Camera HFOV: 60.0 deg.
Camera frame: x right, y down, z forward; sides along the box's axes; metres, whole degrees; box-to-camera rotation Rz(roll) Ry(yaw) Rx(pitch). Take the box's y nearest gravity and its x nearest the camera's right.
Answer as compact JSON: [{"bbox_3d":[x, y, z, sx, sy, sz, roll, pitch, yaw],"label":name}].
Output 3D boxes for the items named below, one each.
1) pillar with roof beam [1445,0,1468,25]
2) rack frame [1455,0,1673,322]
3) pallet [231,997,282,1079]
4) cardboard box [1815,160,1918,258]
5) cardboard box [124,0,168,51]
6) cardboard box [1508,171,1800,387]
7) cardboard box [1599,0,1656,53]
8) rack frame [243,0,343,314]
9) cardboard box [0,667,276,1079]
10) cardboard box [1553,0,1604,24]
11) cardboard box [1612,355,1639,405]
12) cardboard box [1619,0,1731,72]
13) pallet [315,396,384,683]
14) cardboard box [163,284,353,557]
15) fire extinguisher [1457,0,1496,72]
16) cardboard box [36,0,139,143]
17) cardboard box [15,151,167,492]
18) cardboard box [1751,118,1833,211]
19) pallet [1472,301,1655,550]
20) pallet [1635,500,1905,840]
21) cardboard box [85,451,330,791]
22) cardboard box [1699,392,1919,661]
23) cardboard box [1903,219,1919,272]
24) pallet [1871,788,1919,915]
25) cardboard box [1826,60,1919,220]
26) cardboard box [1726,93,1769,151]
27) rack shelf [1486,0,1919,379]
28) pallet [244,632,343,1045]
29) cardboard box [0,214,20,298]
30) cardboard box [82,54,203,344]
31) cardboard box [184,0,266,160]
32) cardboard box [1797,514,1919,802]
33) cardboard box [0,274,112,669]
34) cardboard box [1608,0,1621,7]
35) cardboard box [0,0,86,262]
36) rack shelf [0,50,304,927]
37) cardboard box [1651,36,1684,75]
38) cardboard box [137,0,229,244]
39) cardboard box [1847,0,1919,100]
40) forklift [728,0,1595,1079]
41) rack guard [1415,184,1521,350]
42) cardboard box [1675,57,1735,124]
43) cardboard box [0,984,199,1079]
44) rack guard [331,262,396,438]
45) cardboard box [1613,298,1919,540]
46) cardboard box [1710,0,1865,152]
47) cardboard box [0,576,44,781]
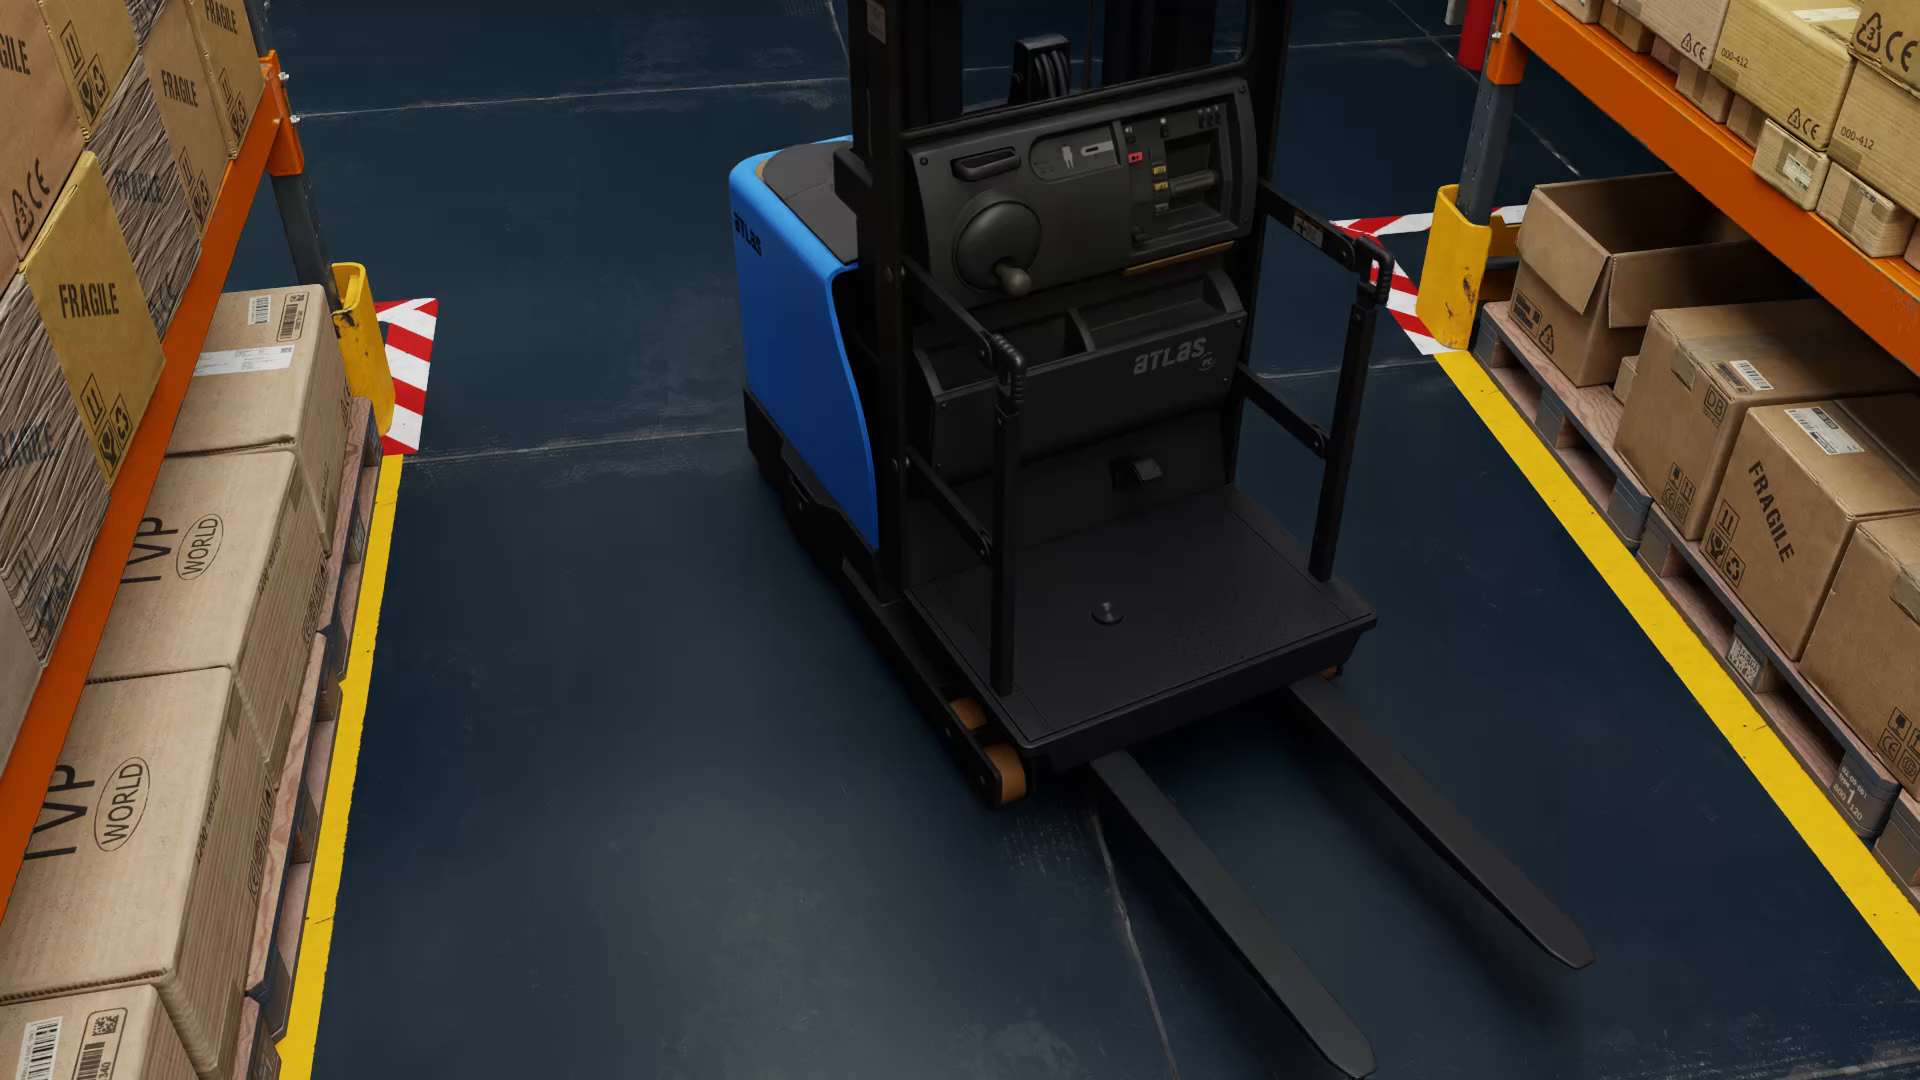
[{"bbox_3d":[-1.497,-5.725,5.284,9.100,9.000,0.400,-6,38,-8],"label":"pillar with roof beam"},{"bbox_3d":[2.327,-2.094,5.500,1.000,3.000,0.127,-6,38,-8],"label":"rack frame"},{"bbox_3d":[-1.915,1.492,3.157,1.003,0.211,1.213,-6,38,-8],"label":"pallet"},{"bbox_3d":[2.357,-0.826,4.073,0.380,0.149,0.250,-5,38,-7],"label":"cardboard box"},{"bbox_3d":[-2.120,-1.414,3.728,0.500,0.500,0.500,-6,38,-8],"label":"cardboard box"},{"bbox_3d":[2.341,-0.894,5.648,0.797,0.503,0.637,-8,38,-10],"label":"cardboard box"},{"bbox_3d":[2.204,-1.618,5.092,0.380,0.149,0.250,-5,38,-7],"label":"cardboard box"},{"bbox_3d":[-2.560,-1.557,4.810,1.000,3.000,0.127,-6,38,-8],"label":"rack frame"},{"bbox_3d":[-2.020,0.773,3.556,0.875,0.438,0.875,-7,38,-9],"label":"cardboard box"},{"bbox_3d":[2.114,-1.766,5.283,0.380,0.149,0.250,-7,38,-8],"label":"cardboard box"},{"bbox_3d":[2.377,-0.493,5.421,0.380,0.149,0.250,-8,38,-10],"label":"cardboard box"},{"bbox_3d":[2.229,-1.544,4.673,0.500,0.250,0.500,-6,38,-7],"label":"cardboard box"},{"bbox_3d":[-2.342,0.018,5.054,1.003,0.211,1.213,-6,38,-8],"label":"pallet"},{"bbox_3d":[-2.345,-0.324,4.968,0.875,0.438,0.875,-7,38,-9],"label":"cardboard box"},{"bbox_3d":[1.846,-1.955,5.688,0.296,0.674,0.183,-6,38,-8],"label":"fire extinguisher"},{"bbox_3d":[-2.037,-1.115,3.343,0.500,0.500,0.500,-6,38,-8],"label":"cardboard box"},{"bbox_3d":[-1.938,-0.409,3.250,0.500,0.500,0.500,-5,38,-7],"label":"cardboard box"},{"bbox_3d":[2.291,-0.983,4.275,0.380,0.149,0.250,-7,38,-9],"label":"cardboard box"},{"bbox_3d":[2.481,-0.465,5.677,1.003,0.211,1.213,-6,38,-8],"label":"pallet"},{"bbox_3d":[2.691,0.270,4.730,1.003,0.211,1.213,-6,38,-8],"label":"pallet"},{"bbox_3d":[-2.177,0.228,4.257,0.875,0.438,0.875,-5,38,-7],"label":"cardboard box"},{"bbox_3d":[2.446,-0.042,4.554,0.500,0.500,0.500,-6,38,-7],"label":"cardboard box"},{"bbox_3d":[2.470,-0.678,3.882,0.380,0.149,0.250,-6,38,-8],"label":"cardboard box"},{"bbox_3d":[2.908,1.009,3.780,1.003,0.211,1.213,-6,38,-8],"label":"pallet"},{"bbox_3d":[2.432,-0.932,3.884,0.500,0.250,0.500,-7,38,-9],"label":"cardboard box"},{"bbox_3d":[2.321,-1.144,4.482,0.380,0.149,0.250,-6,38,-7],"label":"cardboard box"},{"bbox_3d":[2.677,-0.601,4.166,1.077,0.370,4.000,-6,38,-8],"label":"rack shelf"},{"bbox_3d":[-2.132,0.754,4.108,1.003,0.211,1.213,-6,38,-8],"label":"pallet"},{"bbox_3d":[-1.864,-0.506,2.560,0.500,0.500,0.500,-6,38,-7],"label":"cardboard box"},{"bbox_3d":[-2.041,-0.720,3.650,0.500,0.500,0.500,-5,38,-7],"label":"cardboard box"},{"bbox_3d":[-2.214,-1.334,4.441,0.500,0.500,0.500,-6,38,-8],"label":"cardboard box"},{"bbox_3d":[2.634,0.255,4.172,0.700,0.500,0.500,-8,38,-10],"label":"cardboard box"},{"bbox_3d":[-1.848,-0.098,2.850,0.500,0.500,0.500,-6,38,-8],"label":"cardboard box"},{"bbox_3d":[2.141,-1.849,5.065,0.500,0.250,0.500,-6,38,-8],"label":"cardboard box"},{"bbox_3d":[-1.950,-0.811,2.952,0.500,0.500,0.500,-6,38,-8],"label":"cardboard box"},{"bbox_3d":[-2.209,-0.065,3.476,1.077,0.370,4.000,-6,38,-8],"label":"rack shelf"},{"bbox_3d":[2.285,-1.463,4.893,0.380,0.149,0.250,-7,38,-9],"label":"cardboard box"},{"bbox_3d":[-2.141,-1.029,4.048,0.500,0.500,0.500,-7,38,-9],"label":"cardboard box"},{"bbox_3d":[2.404,-1.239,3.668,0.500,0.500,0.500,-5,38,-7],"label":"cardboard box"},{"bbox_3d":[0.419,-0.781,3.866,1.130,2.935,3.031,-18,41,-21],"label":"forklift"},{"bbox_3d":[2.340,-1.061,6.208,1.175,0.500,0.348,-6,38,-8],"label":"rack guard"},{"bbox_3d":[2.269,-1.303,4.688,0.380,0.149,0.250,-5,38,-7],"label":"cardboard box"},{"bbox_3d":[-1.863,1.314,2.860,0.875,0.438,0.875,-7,38,-9],"label":"cardboard box"},{"bbox_3d":[-2.564,-0.585,5.595,1.175,0.500,0.348,-6,38,-8],"label":"rack guard"},{"bbox_3d":[2.452,-0.372,4.979,0.700,0.500,0.500,-5,38,-6],"label":"cardboard box"},{"bbox_3d":[2.322,-1.238,4.279,0.500,0.250,0.500,-7,38,-9],"label":"cardboard box"},{"bbox_3d":[-1.767,0.203,2.462,0.500,0.500,0.500,-6,38,-8],"label":"cardboard box"}]
